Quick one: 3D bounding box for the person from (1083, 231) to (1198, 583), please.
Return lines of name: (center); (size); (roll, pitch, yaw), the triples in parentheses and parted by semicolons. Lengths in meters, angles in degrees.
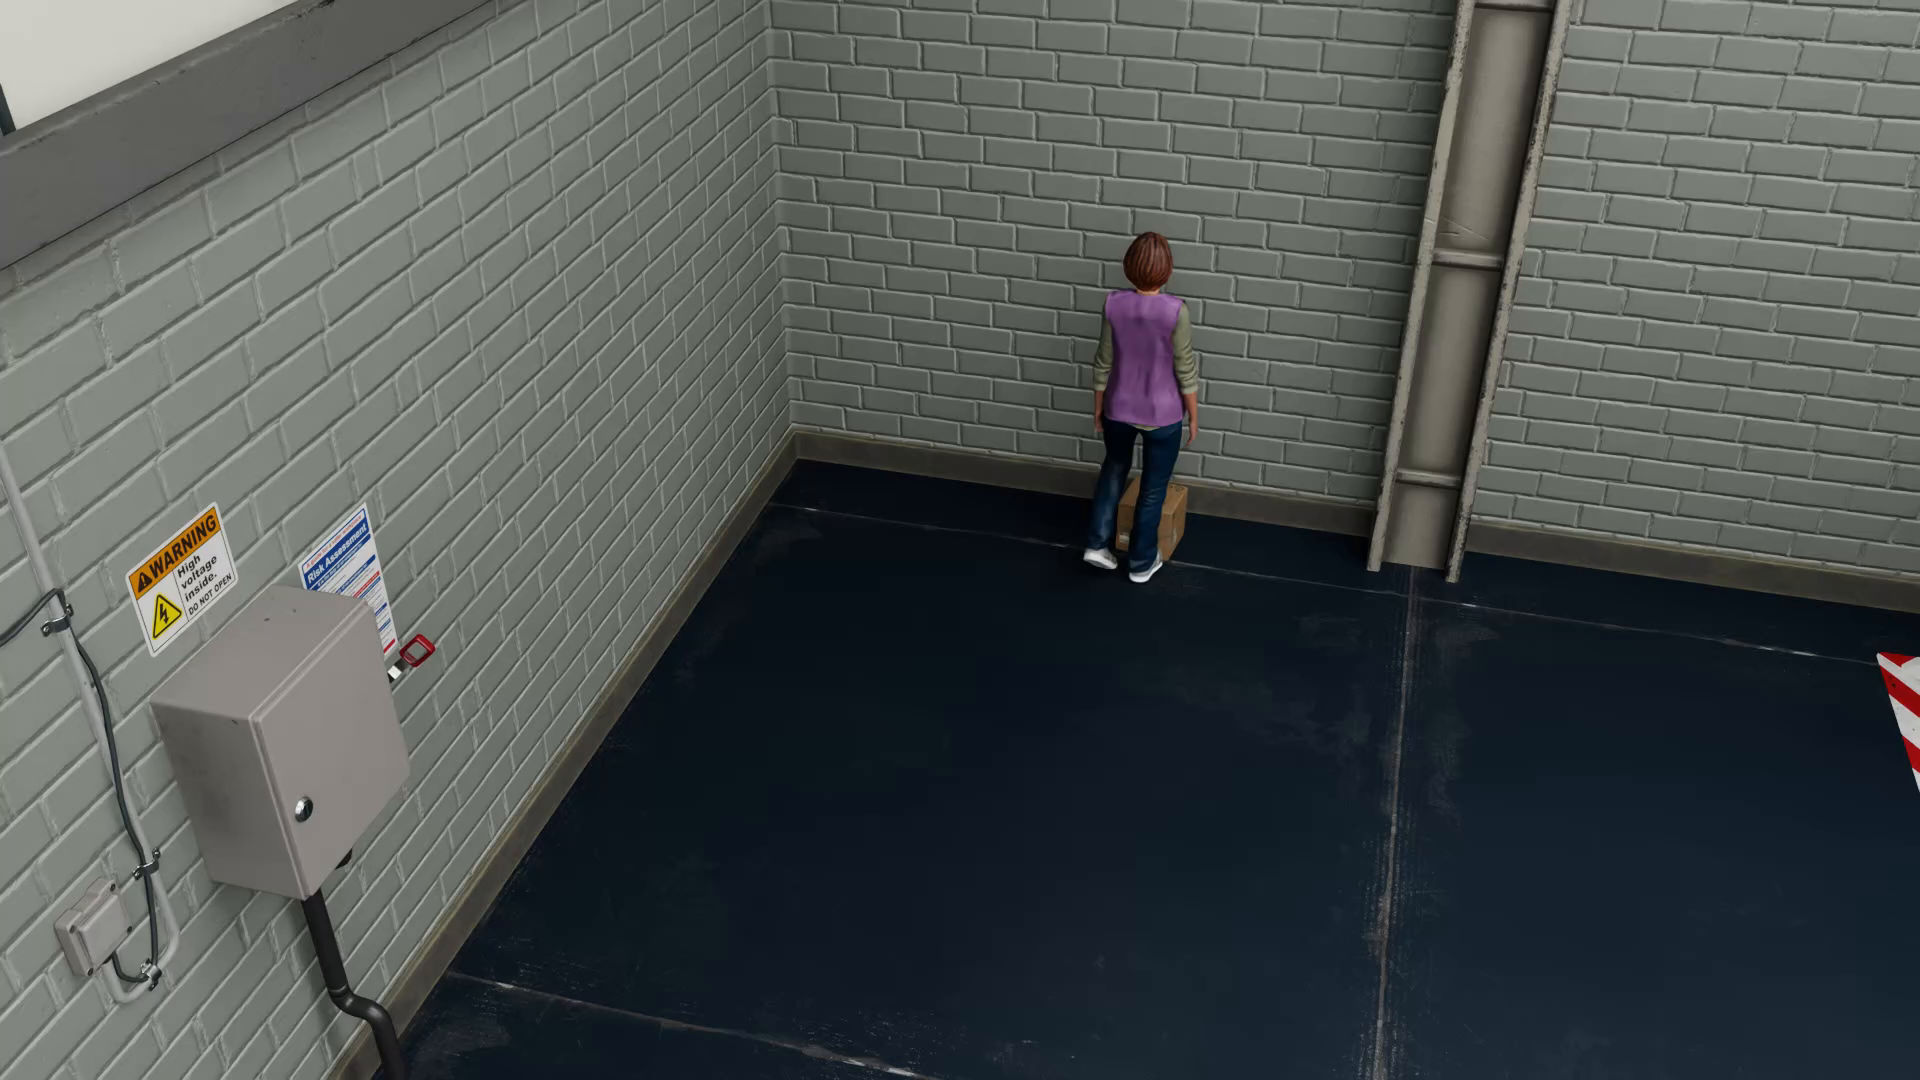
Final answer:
person: (0.777, -0.519, 6.947); (0.448, 1.623, 0.336); (13, 36, 19)
